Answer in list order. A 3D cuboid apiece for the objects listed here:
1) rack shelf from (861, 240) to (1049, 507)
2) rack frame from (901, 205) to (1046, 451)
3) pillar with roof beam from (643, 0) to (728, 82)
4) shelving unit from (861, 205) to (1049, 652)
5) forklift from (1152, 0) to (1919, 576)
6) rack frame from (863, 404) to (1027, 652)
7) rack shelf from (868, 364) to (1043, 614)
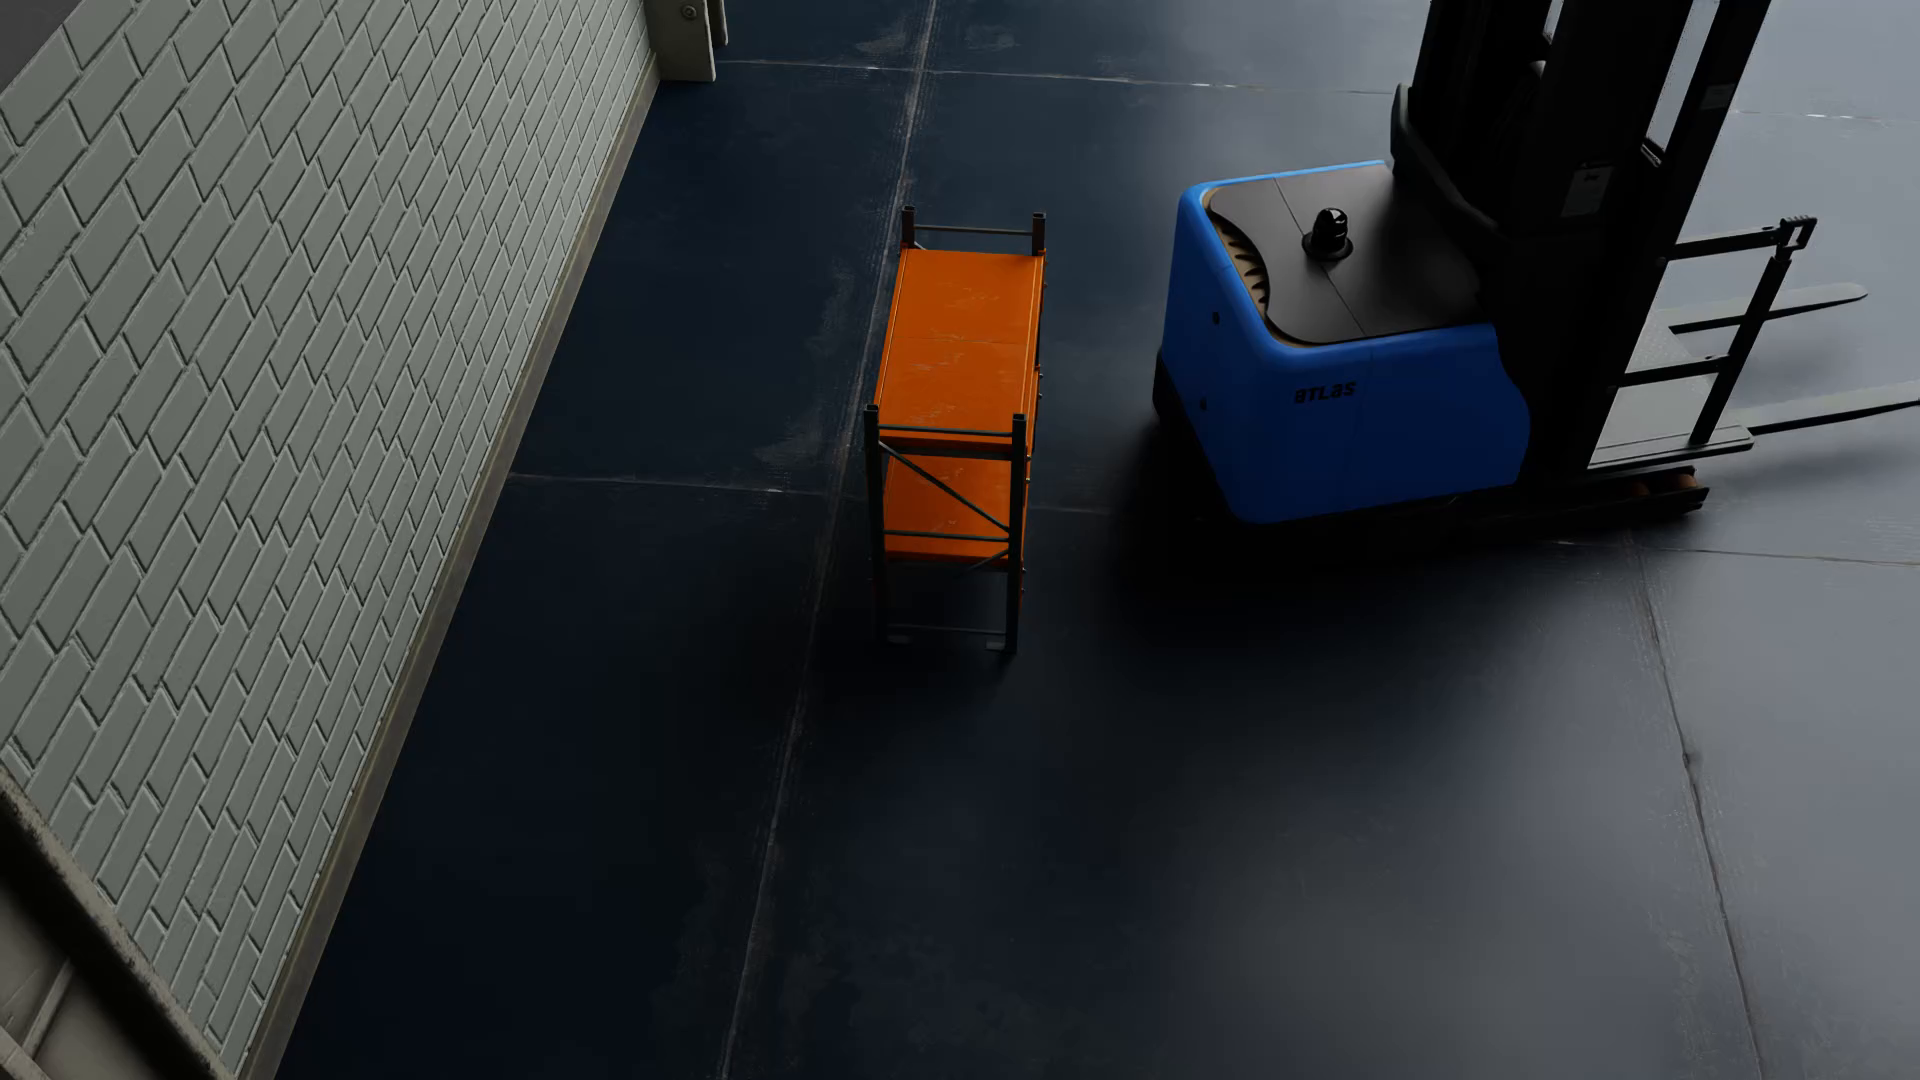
[{"bbox_3d":[0.001,-0.582,5.623,0.538,0.278,1.000,4,48,4],"label":"rack shelf"},{"bbox_3d":[0.047,-0.758,6.181,0.500,1.125,0.032,4,48,4],"label":"rack frame"},{"bbox_3d":[2.914,-5.207,4.914,9.100,9.000,0.400,4,48,4],"label":"pillar with roof beam"},{"bbox_3d":[0.001,-0.385,5.839,0.538,1.125,1.048,4,48,4],"label":"shelving unit"},{"bbox_3d":[2.342,-1.422,5.564,3.031,2.935,1.130,-9,48,-8],"label":"forklift"},{"bbox_3d":[-0.046,-0.011,5.498,0.500,1.125,0.032,4,48,4],"label":"rack frame"},{"bbox_3d":[0.001,-0.220,6.020,0.538,0.278,1.000,4,48,4],"label":"rack shelf"}]
